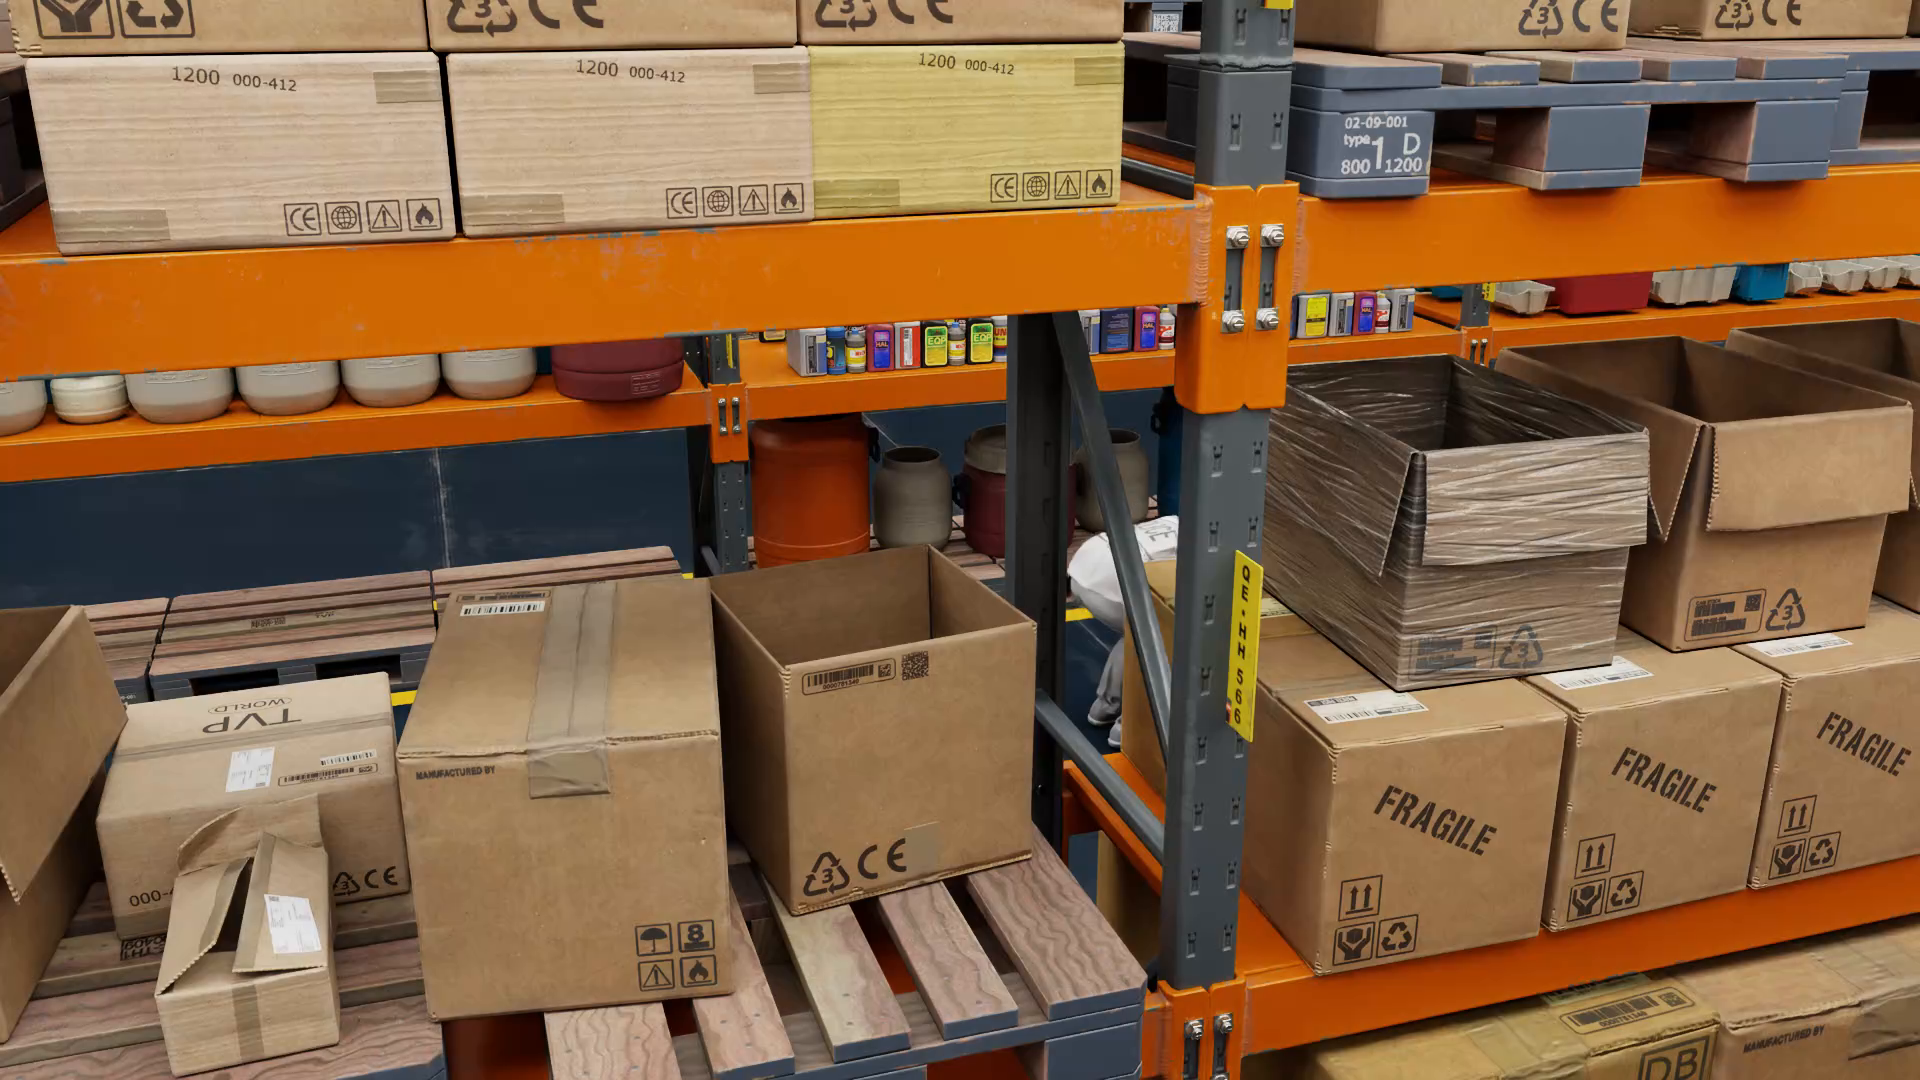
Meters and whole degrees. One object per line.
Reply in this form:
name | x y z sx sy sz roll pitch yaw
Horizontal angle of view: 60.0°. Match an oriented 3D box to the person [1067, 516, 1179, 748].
person | 0.902 0.335 7.096 0.921 1.017 0.464 -7 21 -20
